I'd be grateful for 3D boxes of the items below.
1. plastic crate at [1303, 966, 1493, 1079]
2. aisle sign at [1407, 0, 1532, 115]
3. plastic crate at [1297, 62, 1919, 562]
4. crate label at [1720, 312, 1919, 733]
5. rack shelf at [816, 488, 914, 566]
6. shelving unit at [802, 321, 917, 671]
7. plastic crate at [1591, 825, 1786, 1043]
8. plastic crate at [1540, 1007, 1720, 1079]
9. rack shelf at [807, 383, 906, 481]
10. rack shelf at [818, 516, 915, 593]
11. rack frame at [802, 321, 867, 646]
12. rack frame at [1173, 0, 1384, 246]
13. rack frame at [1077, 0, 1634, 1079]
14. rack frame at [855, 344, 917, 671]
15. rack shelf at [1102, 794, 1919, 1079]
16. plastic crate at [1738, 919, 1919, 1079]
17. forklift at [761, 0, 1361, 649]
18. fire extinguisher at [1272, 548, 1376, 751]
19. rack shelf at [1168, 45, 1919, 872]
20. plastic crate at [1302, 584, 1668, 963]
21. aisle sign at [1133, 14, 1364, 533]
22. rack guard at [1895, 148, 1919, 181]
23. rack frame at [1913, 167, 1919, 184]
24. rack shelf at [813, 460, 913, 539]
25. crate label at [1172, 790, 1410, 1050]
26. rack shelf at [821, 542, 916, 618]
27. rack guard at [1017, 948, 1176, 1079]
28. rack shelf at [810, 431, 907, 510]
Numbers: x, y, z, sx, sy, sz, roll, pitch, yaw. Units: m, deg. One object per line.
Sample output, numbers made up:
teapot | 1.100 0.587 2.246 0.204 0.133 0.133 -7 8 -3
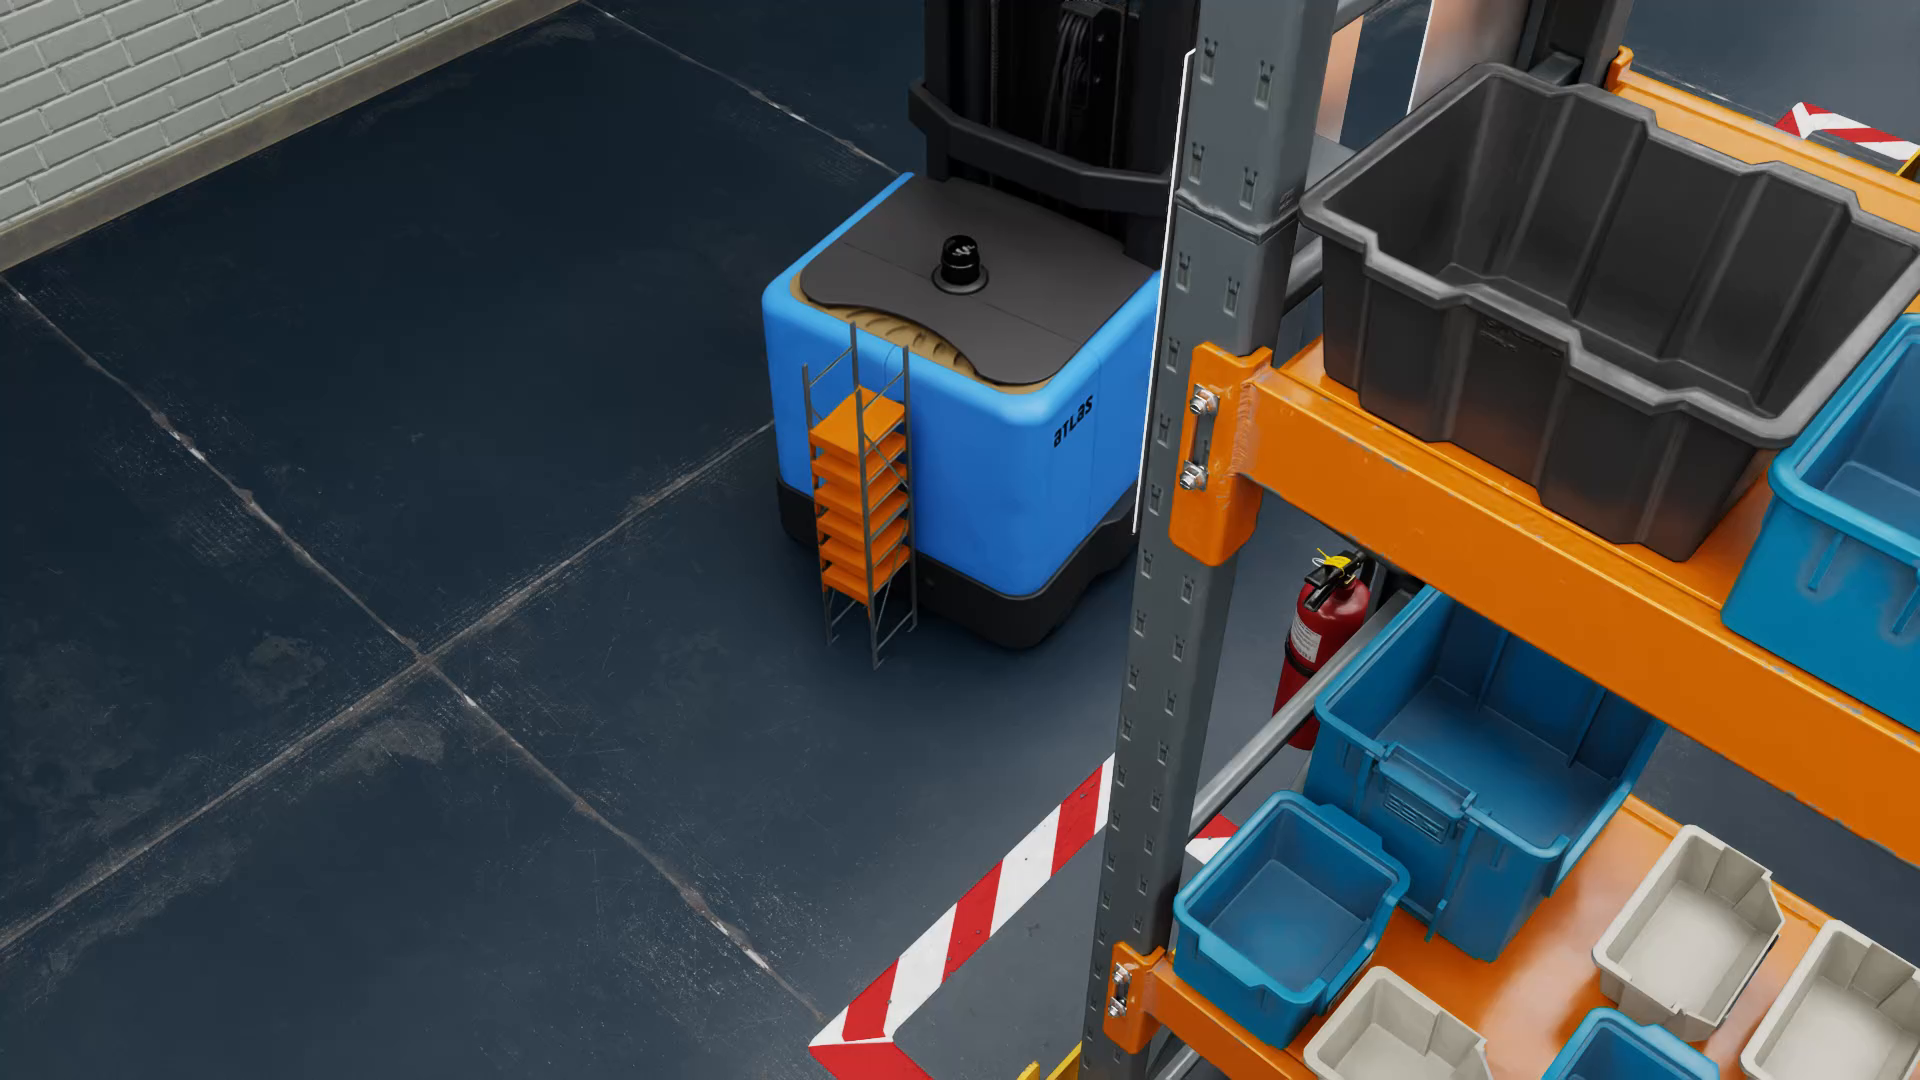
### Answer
plastic crate | 0.783 0.952 2.939 0.298 0.136 0.250 34 55 28
aisle sign | 0.791 -0.702 2.568 0.004 0.787 0.394 34 55 28
plastic crate | 0.739 -0.262 1.970 0.590 0.269 0.497 34 55 28
crate label | 1.104 0.034 1.705 0.502 0.251 0.408 34 55 28
rack shelf | -0.287 -0.068 5.051 0.180 0.103 0.258 26 52 23
shelving unit | -0.287 -0.098 5.018 0.189 1.200 0.258 26 52 23
plastic crate | 1.367 0.757 3.122 0.243 0.136 0.396 34 55 28
plastic crate | 1.087 1.041 2.788 0.300 0.233 0.416 34 55 28
rack shelf | -0.288 -0.313 4.788 0.180 0.103 0.258 26 52 23
rack shelf | -0.287 0.014 5.138 0.180 0.103 0.258 26 52 23
rack frame | -0.363 -0.135 5.054 0.006 1.200 0.240 26 52 23
rack frame | 0.645 -1.673 1.148 0.127 3.000 1.000 34 55 28
rack frame | 0.645 0.381 3.335 0.127 3.000 1.000 34 55 28
rack frame | -0.211 -0.060 4.983 0.006 1.200 0.240 26 52 23
rack shelf | 2.115 1.616 2.669 4.000 0.370 1.077 34 55 28
plastic crate | 1.570 0.908 2.980 0.243 0.136 0.396 34 55 28
forklift | 0.629 -1.703 5.338 1.130 2.935 3.031 26 52 23
fire extinguisher | 0.842 0.217 3.798 0.183 0.674 0.296 34 55 28
rack shelf | 2.115 0.589 1.575 4.000 0.370 1.077 34 55 28
plastic crate | 1.018 0.413 3.239 0.499 0.435 0.616 34 55 28
aisle sign | 0.390 -0.386 2.271 0.004 0.787 0.394 34 55 28
rack guard | 3.986 -1.429 6.749 0.348 0.500 1.175 34 55 28
rack frame | 4.004 -2.273 5.826 0.127 3.000 1.000 34 55 28
rack shelf | -0.287 -0.149 4.963 0.180 0.103 0.258 26 52 23
crate label | 0.603 0.716 3.094 0.303 0.233 0.416 34 55 28
rack shelf | -0.287 0.096 5.226 0.180 0.103 0.258 26 52 23
rack guard | 0.618 1.231 4.251 0.348 0.500 1.175 34 55 28
rack shelf | -0.287 -0.231 4.875 0.180 0.103 0.258 26 52 23
